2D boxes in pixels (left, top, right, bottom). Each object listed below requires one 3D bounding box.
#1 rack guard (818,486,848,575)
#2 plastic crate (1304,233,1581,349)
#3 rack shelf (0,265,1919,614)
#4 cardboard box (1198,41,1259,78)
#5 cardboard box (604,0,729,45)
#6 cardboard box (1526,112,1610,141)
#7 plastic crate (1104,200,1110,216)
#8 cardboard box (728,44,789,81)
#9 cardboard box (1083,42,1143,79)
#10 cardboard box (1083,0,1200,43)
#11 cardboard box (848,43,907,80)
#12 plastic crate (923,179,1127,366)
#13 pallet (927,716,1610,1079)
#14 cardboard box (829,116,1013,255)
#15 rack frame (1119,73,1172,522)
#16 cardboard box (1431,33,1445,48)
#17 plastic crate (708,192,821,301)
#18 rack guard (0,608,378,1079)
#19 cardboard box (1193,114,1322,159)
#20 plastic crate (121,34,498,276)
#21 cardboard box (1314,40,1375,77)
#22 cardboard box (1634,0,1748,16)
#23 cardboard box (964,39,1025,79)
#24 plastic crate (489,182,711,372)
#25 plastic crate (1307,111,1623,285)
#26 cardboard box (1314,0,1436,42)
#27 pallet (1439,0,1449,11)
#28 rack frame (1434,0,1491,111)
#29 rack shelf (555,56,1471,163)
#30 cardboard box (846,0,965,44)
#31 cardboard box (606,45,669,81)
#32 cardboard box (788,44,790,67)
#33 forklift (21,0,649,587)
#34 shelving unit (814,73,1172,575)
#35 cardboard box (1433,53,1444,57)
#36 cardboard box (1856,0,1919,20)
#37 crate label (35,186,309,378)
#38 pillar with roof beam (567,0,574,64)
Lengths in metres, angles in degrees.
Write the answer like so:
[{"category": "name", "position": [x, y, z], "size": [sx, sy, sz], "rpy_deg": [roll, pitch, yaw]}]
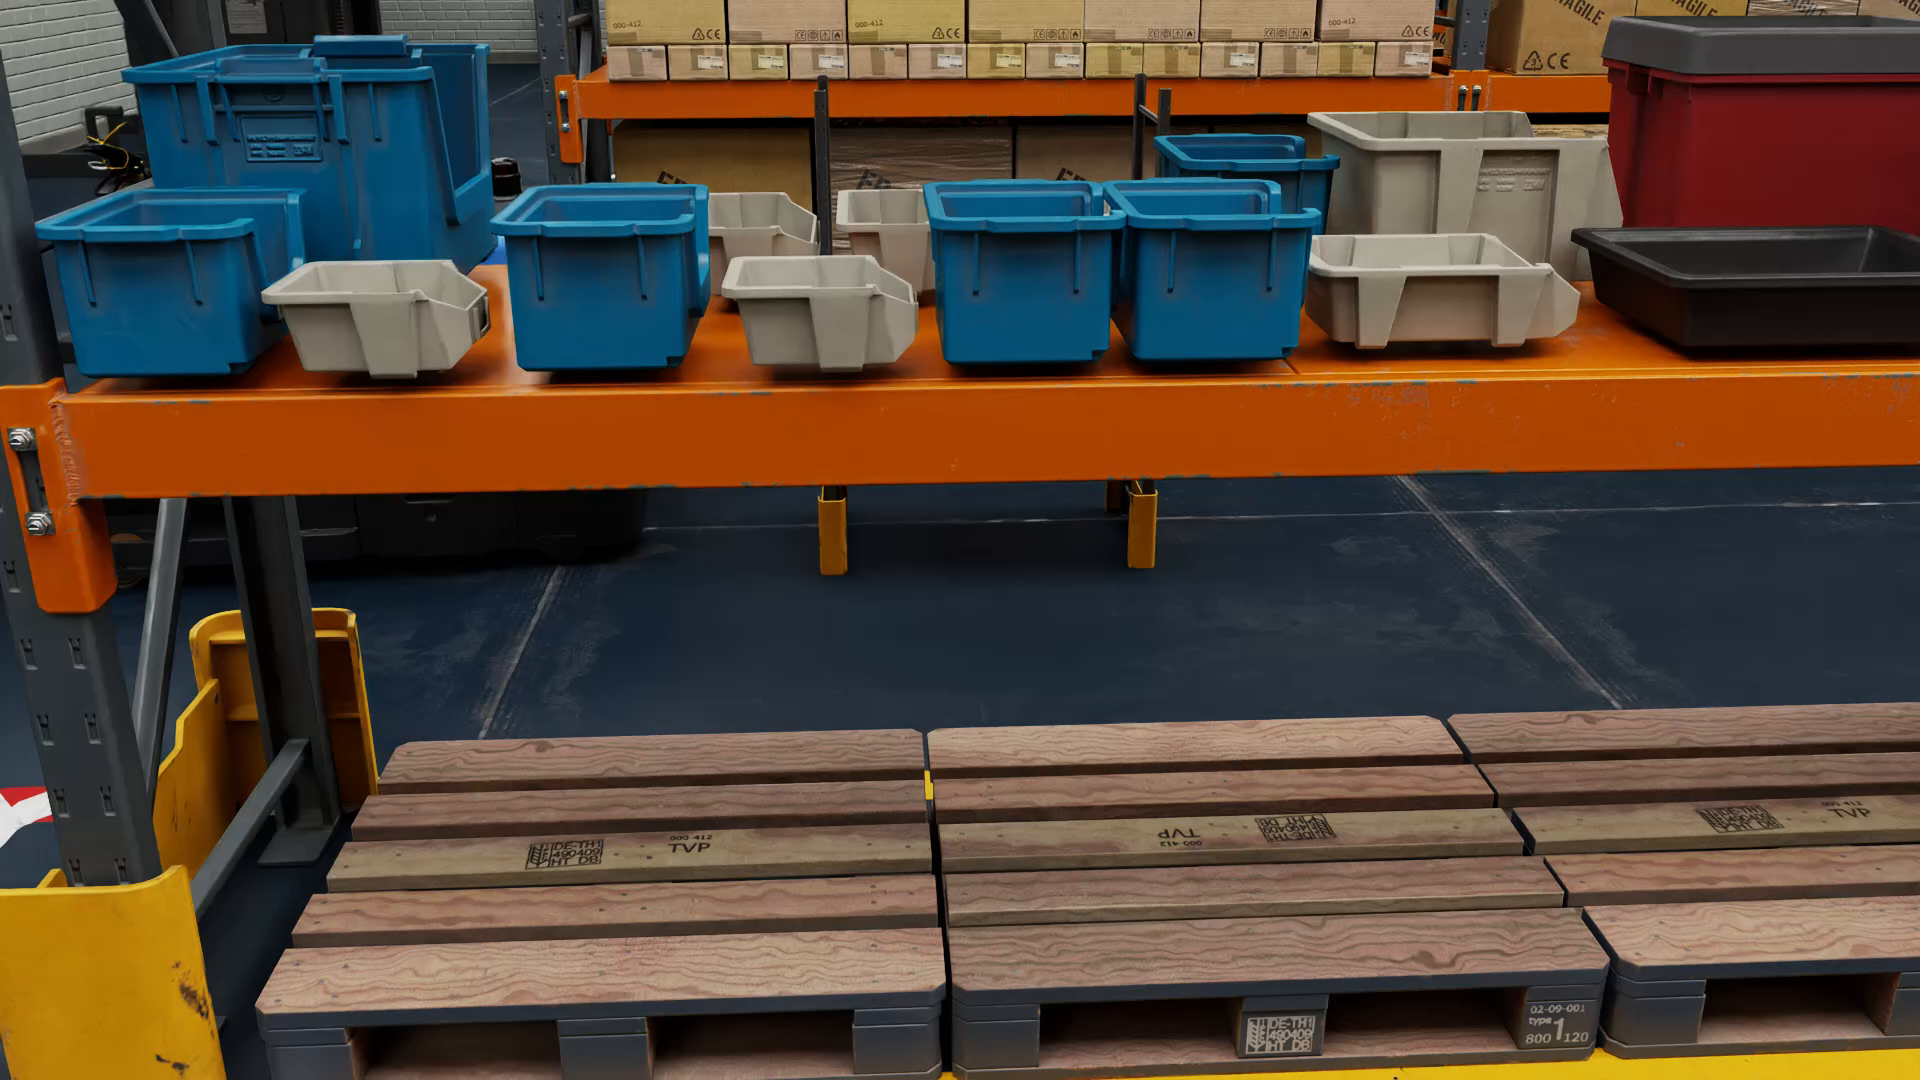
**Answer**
[{"category": "rack guard", "position": [-0.421, -0.108, 5.554], "size": [0.087, 0.250, 0.587], "rpy_deg": [-1, 21, -3]}, {"category": "plastic crate", "position": [0.788, -0.418, 2.789], "size": [0.466, 0.136, 0.293], "rpy_deg": [-1, 21, -3]}, {"category": "rack shelf", "position": [0.513, -0.279, 3.148], "size": [4.000, 0.370, 1.077], "rpy_deg": [-1, 21, -3]}, {"category": "cardboard box", "position": [1.171, -2.159, 7.429], "size": [0.250, 0.149, 0.380], "rpy_deg": [-1, 21, -2]}, {"category": "cardboard box", "position": [-1.272, -2.316, 7.282], "size": [0.500, 0.250, 0.500], "rpy_deg": [-2, 21, -4]}, {"category": "cardboard box", "position": [2.865, -1.638, 8.104], "size": [0.875, 0.875, 1.225], "rpy_deg": [-1, 21, -3]}, {"category": "plastic crate", "position": [0.181, -0.587, 3.235], "size": [0.250, 0.136, 0.298], "rpy_deg": [-1, 21, -3]}, {"category": "cardboard box", "position": [-0.882, -2.117, 7.319], "size": [0.250, 0.149, 0.380], "rpy_deg": [-2, 21, -4]}, {"category": "cardboard box", "position": [0.658, -2.149, 7.402], "size": [0.250, 0.149, 0.380], "rpy_deg": [-1, 21, -4]}, {"category": "cardboard box", "position": [0.775, -2.360, 7.396], "size": [0.500, 0.250, 0.500], "rpy_deg": [-1, 21, -2]}, {"category": "cardboard box", "position": [-0.367, -2.128, 7.347], "size": [0.250, 0.149, 0.380], "rpy_deg": [-2, 21, -4]}, {"category": "plastic crate", "position": [0.096, -0.439, 2.709], "size": [0.300, 0.233, 0.416], "rpy_deg": [-1, 21, -3]}, {"category": "pallet", "position": [0.557, 0.702, 3.479], "size": [1.213, 0.211, 1.003], "rpy_deg": [-1, 21, -3]}, {"category": "cardboard box", "position": [-0.224, -1.597, 7.995], "size": [0.875, 0.875, 0.875], "rpy_deg": [-1, 21, -3]}, {"category": "rack frame", "position": [0.593, -0.713, 5.386], "size": [0.032, 1.500, 0.500], "rpy_deg": [-1, 21, -3]}, {"category": "cardboard box", "position": [4.960, -5.235, 17.552], "size": [0.875, 0.875, 0.875], "rpy_deg": [-1, 21, -4]}, {"category": "plastic crate", "position": [-0.390, -0.561, 3.164], "size": [0.243, 0.136, 0.396], "rpy_deg": [-1, 21, -3]}, {"category": "rack guard", "position": [-1.507, 0.599, 3.345], "size": [0.348, 0.500, 1.175], "rpy_deg": [-1, 21, -3]}, {"category": "cardboard box", "position": [1.563, -1.633, 8.091], "size": [0.875, 0.875, 0.875], "rpy_deg": [-1, 21, -3]}, {"category": "plastic crate", "position": [-1.160, -0.692, 3.088], "size": [0.499, 0.435, 0.616], "rpy_deg": [-1, 21, -3]}, {"category": "cardboard box", "position": [1.684, -2.169, 7.457], "size": [0.250, 0.149, 0.380], "rpy_deg": [-1, 21, -2]}, {"category": "cardboard box", "position": [3.202, -2.393, 7.549], "size": [0.500, 0.500, 0.500], "rpy_deg": [-1, 21, -3]}, {"category": "cardboard box", "position": [0.142, -2.138, 7.373], "size": [0.250, 0.149, 0.380], "rpy_deg": [-2, 21, -4]}, {"category": "plastic crate", "position": [-0.561, -0.425, 2.673], "size": [0.300, 0.233, 0.416], "rpy_deg": [-1, 21, -3]}, {"category": "plastic crate", "position": [0.975, -0.662, 3.227], "size": [0.530, 0.282, 0.437], "rpy_deg": [-1, 21, -3]}, {"category": "cardboard box", "position": [1.801, -2.382, 7.453], "size": [0.500, 0.250, 0.500], "rpy_deg": [-2, 21, -4]}, {"category": "pallet", "position": [4.064, -4.116, 12.485], "size": [1.213, 0.211, 1.003], "rpy_deg": [-1, 21, -3]}, {"category": "rack frame", "position": [2.227, -2.415, 7.748], "size": [0.127, 3.000, 1.000], "rpy_deg": [-1, 21, -3]}, {"category": "rack shelf", "position": [0.230, -2.038, 7.769], "size": [4.000, 0.370, 1.077], "rpy_deg": [-1, 21, -3]}, {"category": "cardboard box", "position": [-0.251, -2.338, 7.339], "size": [0.500, 0.250, 0.500], "rpy_deg": [-2, 21, -5]}, {"category": "cardboard box", "position": [-1.393, -2.106, 7.290], "size": [0.250, 0.149, 0.380], "rpy_deg": [-1, 21, -2]}, {"category": "cardboard box", "position": [-0.918, -2.351, 7.933], "size": [0.250, 0.149, 0.380], "rpy_deg": [-1, 21, -3]}, {"category": "forklift", "position": [-2.603, -1.412, 5.211], "size": [3.031, 2.935, 1.130], "rpy_deg": [-2, 21, -6]}, {"category": "shelving unit", "position": [0.076, -0.702, 5.358], "size": [1.083, 1.500, 0.587], "rpy_deg": [-1, 21, -3]}, {"category": "cardboard box", "position": [3.838, -3.499, 12.464], "size": [0.500, 0.250, 0.500], "rpy_deg": [0, 21, -1]}, {"category": "cardboard box", "position": [4.218, -2.415, 7.608], "size": [0.500, 0.500, 0.500], "rpy_deg": [-1, 21, -2]}, {"category": "crate label", "position": [-1.218, -0.412, 2.638], "size": [0.303, 0.233, 0.416], "rpy_deg": [-1, 21, -3]}, {"category": "pillar with roof beam", "position": [-5.117, -9.157, 17.025], "size": [0.400, 9.000, 9.100], "rpy_deg": [-1, 21, -3]}]
